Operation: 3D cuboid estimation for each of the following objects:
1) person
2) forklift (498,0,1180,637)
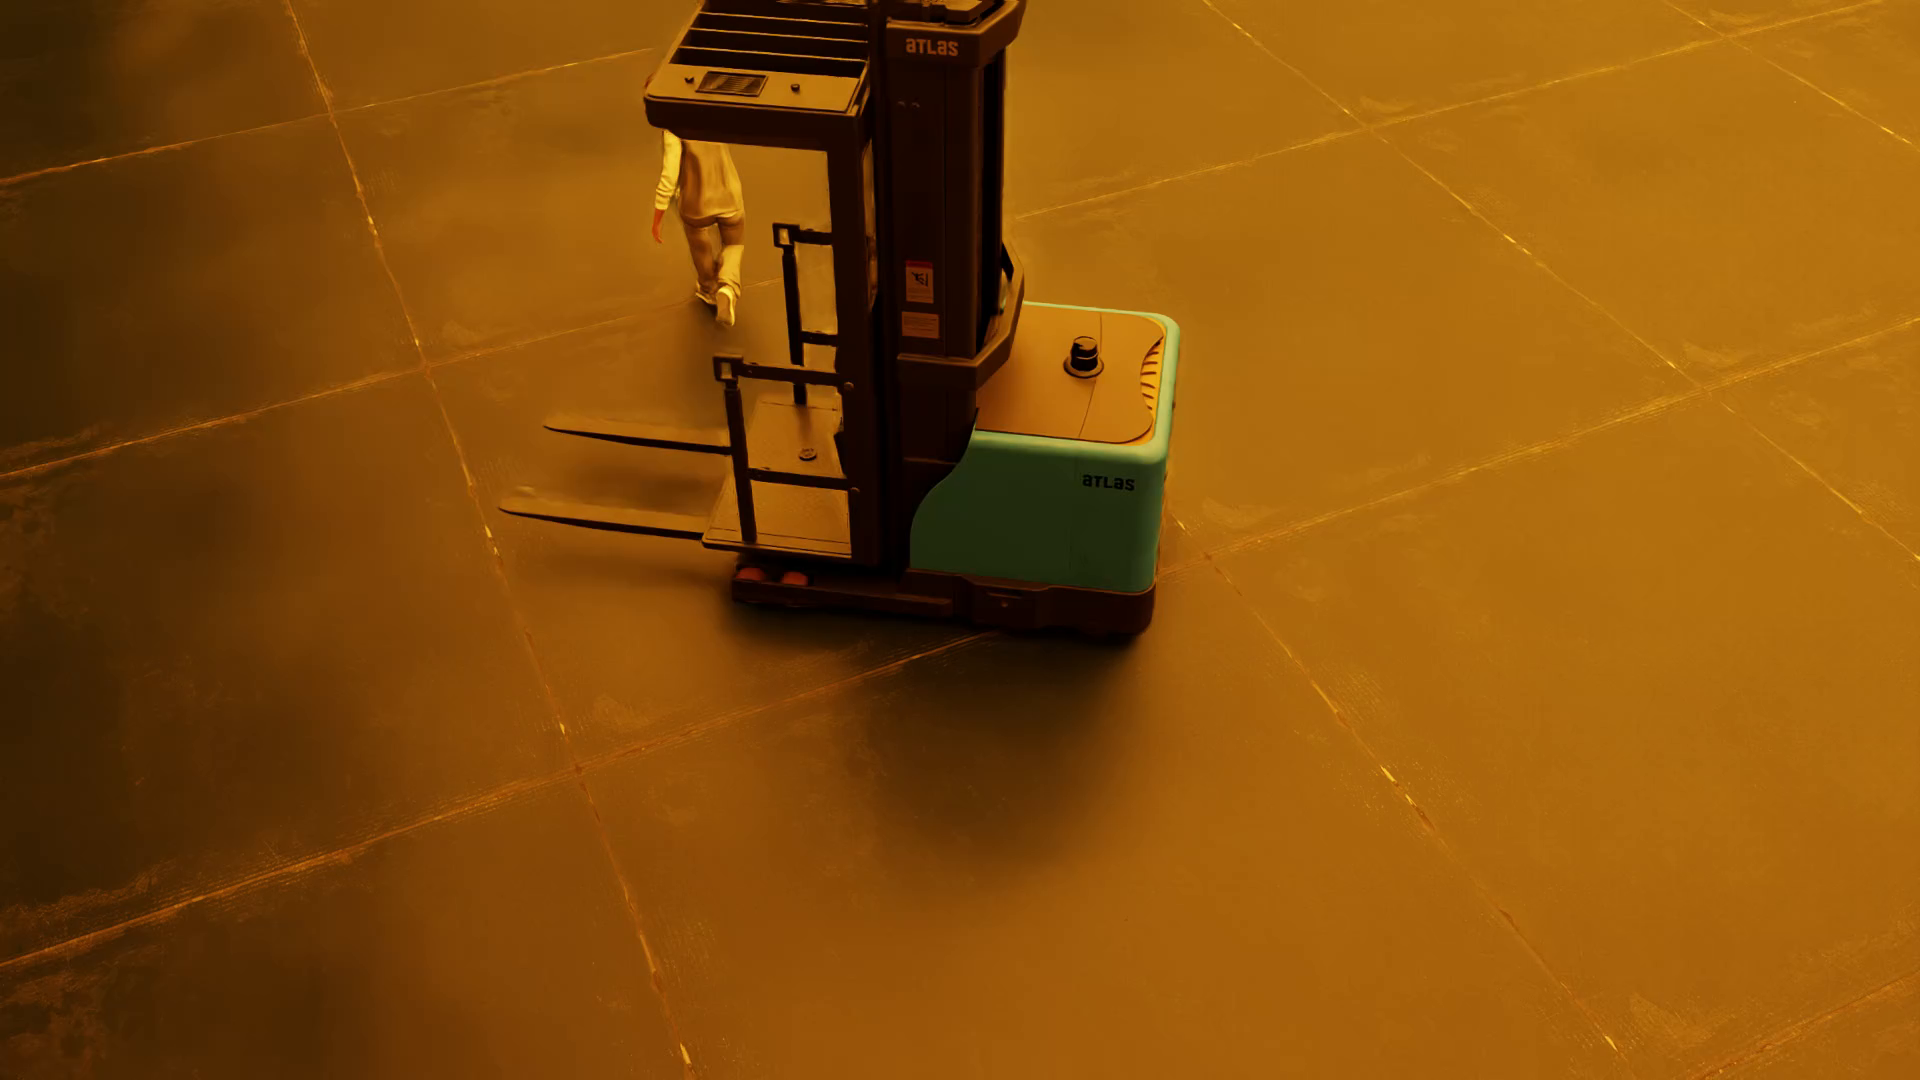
[{"bbox_3d":[-1.394,-1.786,8.738,0.543,1.396,0.716,-18,46,-19],"label":"person"},{"bbox_3d":[-0.584,-1.115,6.875,3.031,2.935,1.130,6,43,7],"label":"forklift"}]
